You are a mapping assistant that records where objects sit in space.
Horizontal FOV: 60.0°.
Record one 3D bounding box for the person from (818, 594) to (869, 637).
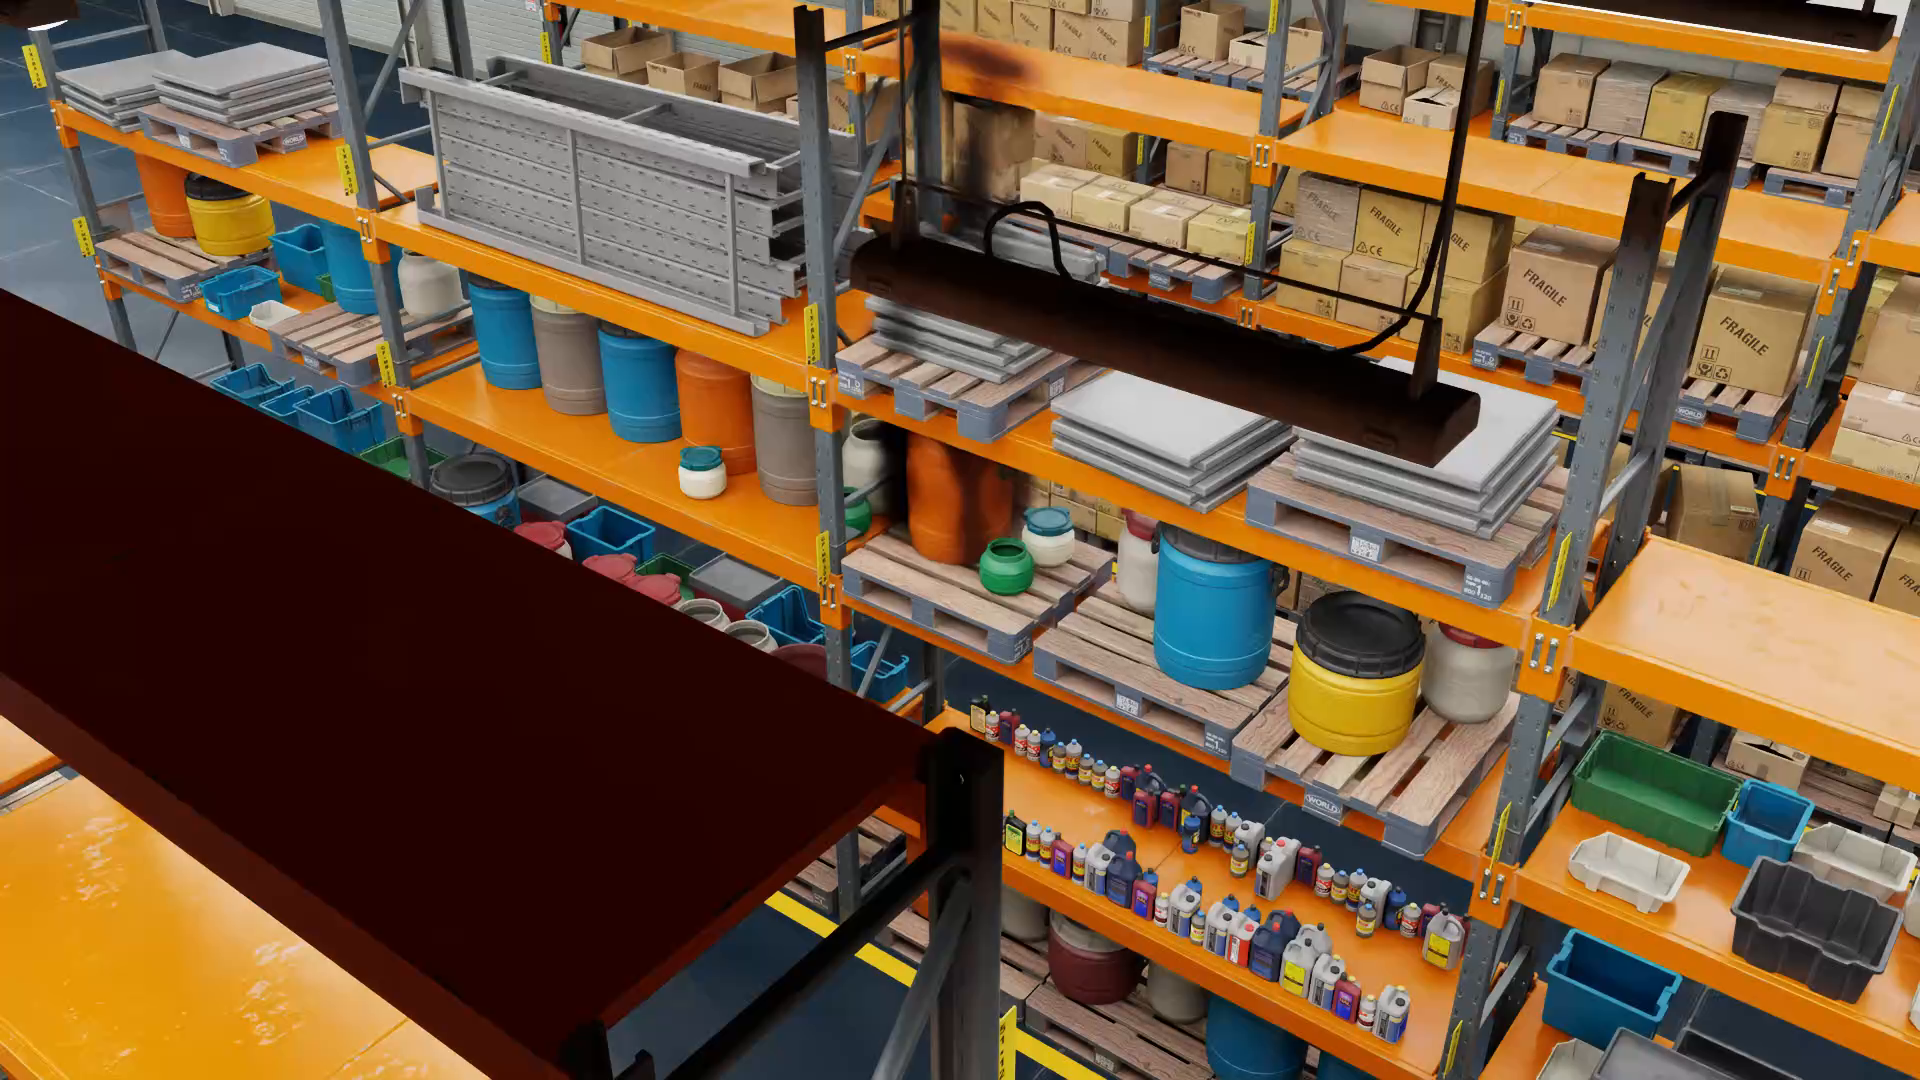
[{"bbox_3d":[-1.032,0.094,13.579,0.578,1.638,0.596,15,34,23],"label":"person"}]
